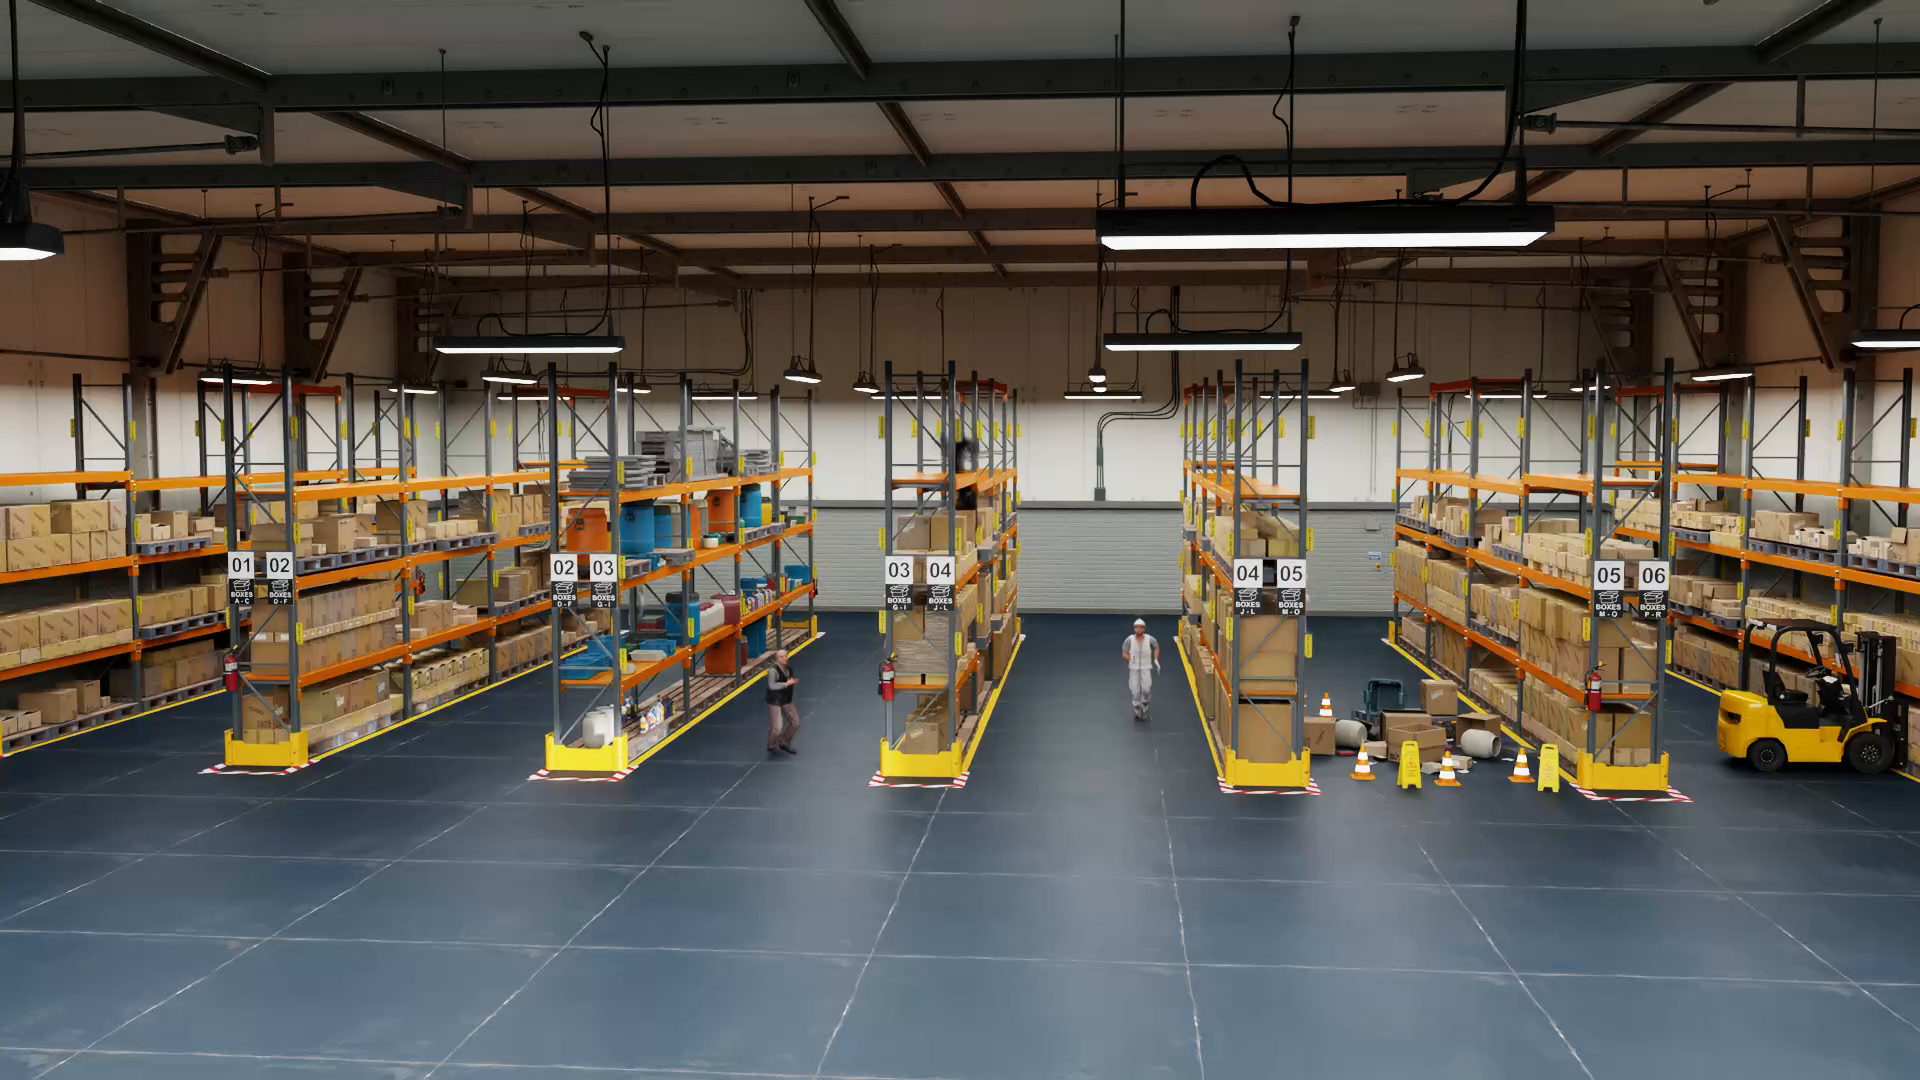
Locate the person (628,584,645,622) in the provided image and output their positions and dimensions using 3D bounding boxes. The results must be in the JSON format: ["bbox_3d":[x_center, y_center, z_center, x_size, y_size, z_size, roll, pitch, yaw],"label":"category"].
[{"bbox_3d":[-8.247,1.398,42.378,0.518,1.626,0.824,-2,4,-31],"label":"person"}]

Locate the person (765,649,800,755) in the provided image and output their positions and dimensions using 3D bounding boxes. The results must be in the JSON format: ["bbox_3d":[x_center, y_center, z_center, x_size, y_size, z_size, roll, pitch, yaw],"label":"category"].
[{"bbox_3d":[-2.756,2.500,25.411,0.613,1.680,0.850,-4,5,-45],"label":"person"}]

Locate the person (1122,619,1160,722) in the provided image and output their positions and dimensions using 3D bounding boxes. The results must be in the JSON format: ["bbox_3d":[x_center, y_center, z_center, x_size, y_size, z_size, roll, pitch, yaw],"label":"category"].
[{"bbox_3d":[3.100,2.236,28.487,0.652,1.766,0.770,0,4,7],"label":"person"}]

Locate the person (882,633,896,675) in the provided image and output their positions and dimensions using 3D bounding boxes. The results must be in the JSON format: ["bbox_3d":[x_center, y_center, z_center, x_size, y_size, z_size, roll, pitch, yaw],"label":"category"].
[{"bbox_3d":[-1.319,1.995,34.439,0.585,1.502,1.041,1,4,11],"label":"person"}]
